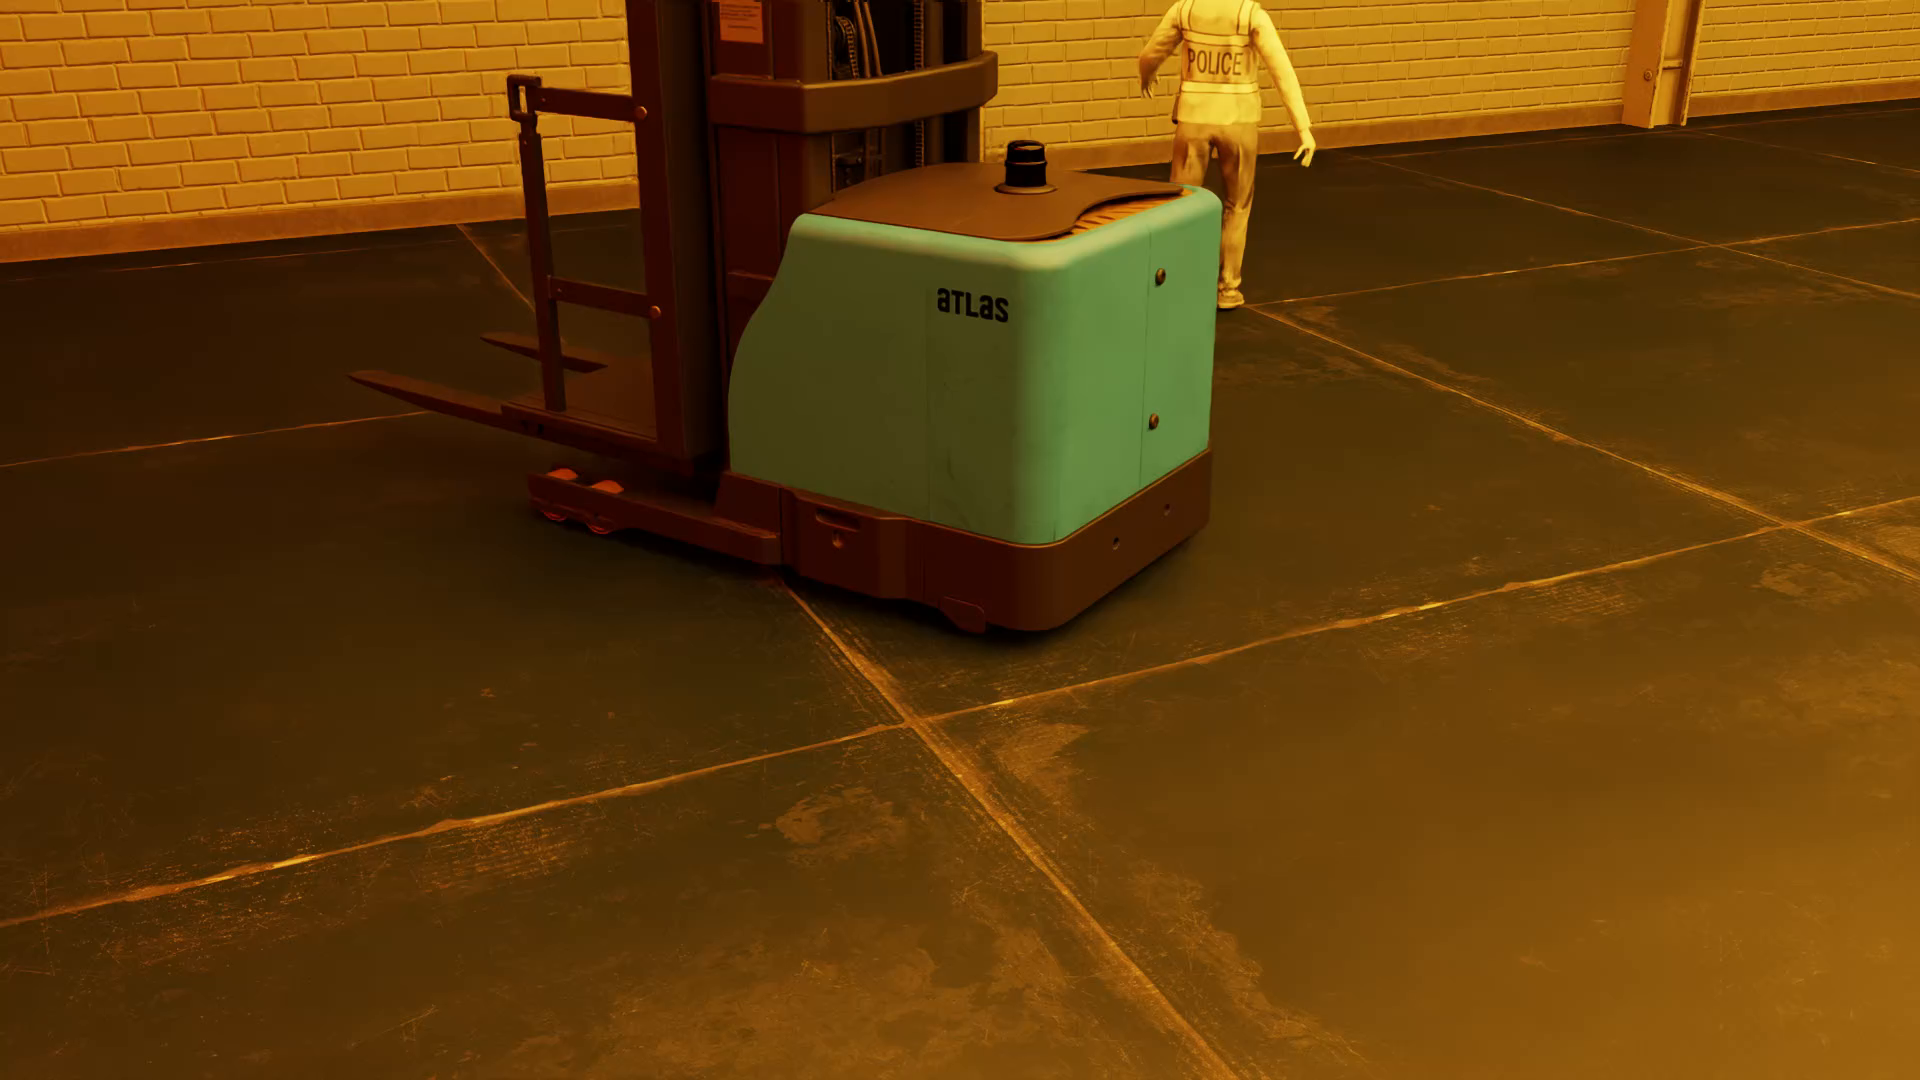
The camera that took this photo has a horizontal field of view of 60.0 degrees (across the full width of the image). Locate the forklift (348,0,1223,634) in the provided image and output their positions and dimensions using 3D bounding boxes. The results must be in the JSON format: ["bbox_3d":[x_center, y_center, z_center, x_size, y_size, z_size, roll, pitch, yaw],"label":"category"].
[{"bbox_3d":[-0.750,-1.522,4.950,3.031,2.935,1.130,14,27,31],"label":"forklift"}]

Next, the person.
[{"bbox_3d":[1.148,-1.794,7.300,0.855,1.651,0.699,7,24,17],"label":"person"}]
